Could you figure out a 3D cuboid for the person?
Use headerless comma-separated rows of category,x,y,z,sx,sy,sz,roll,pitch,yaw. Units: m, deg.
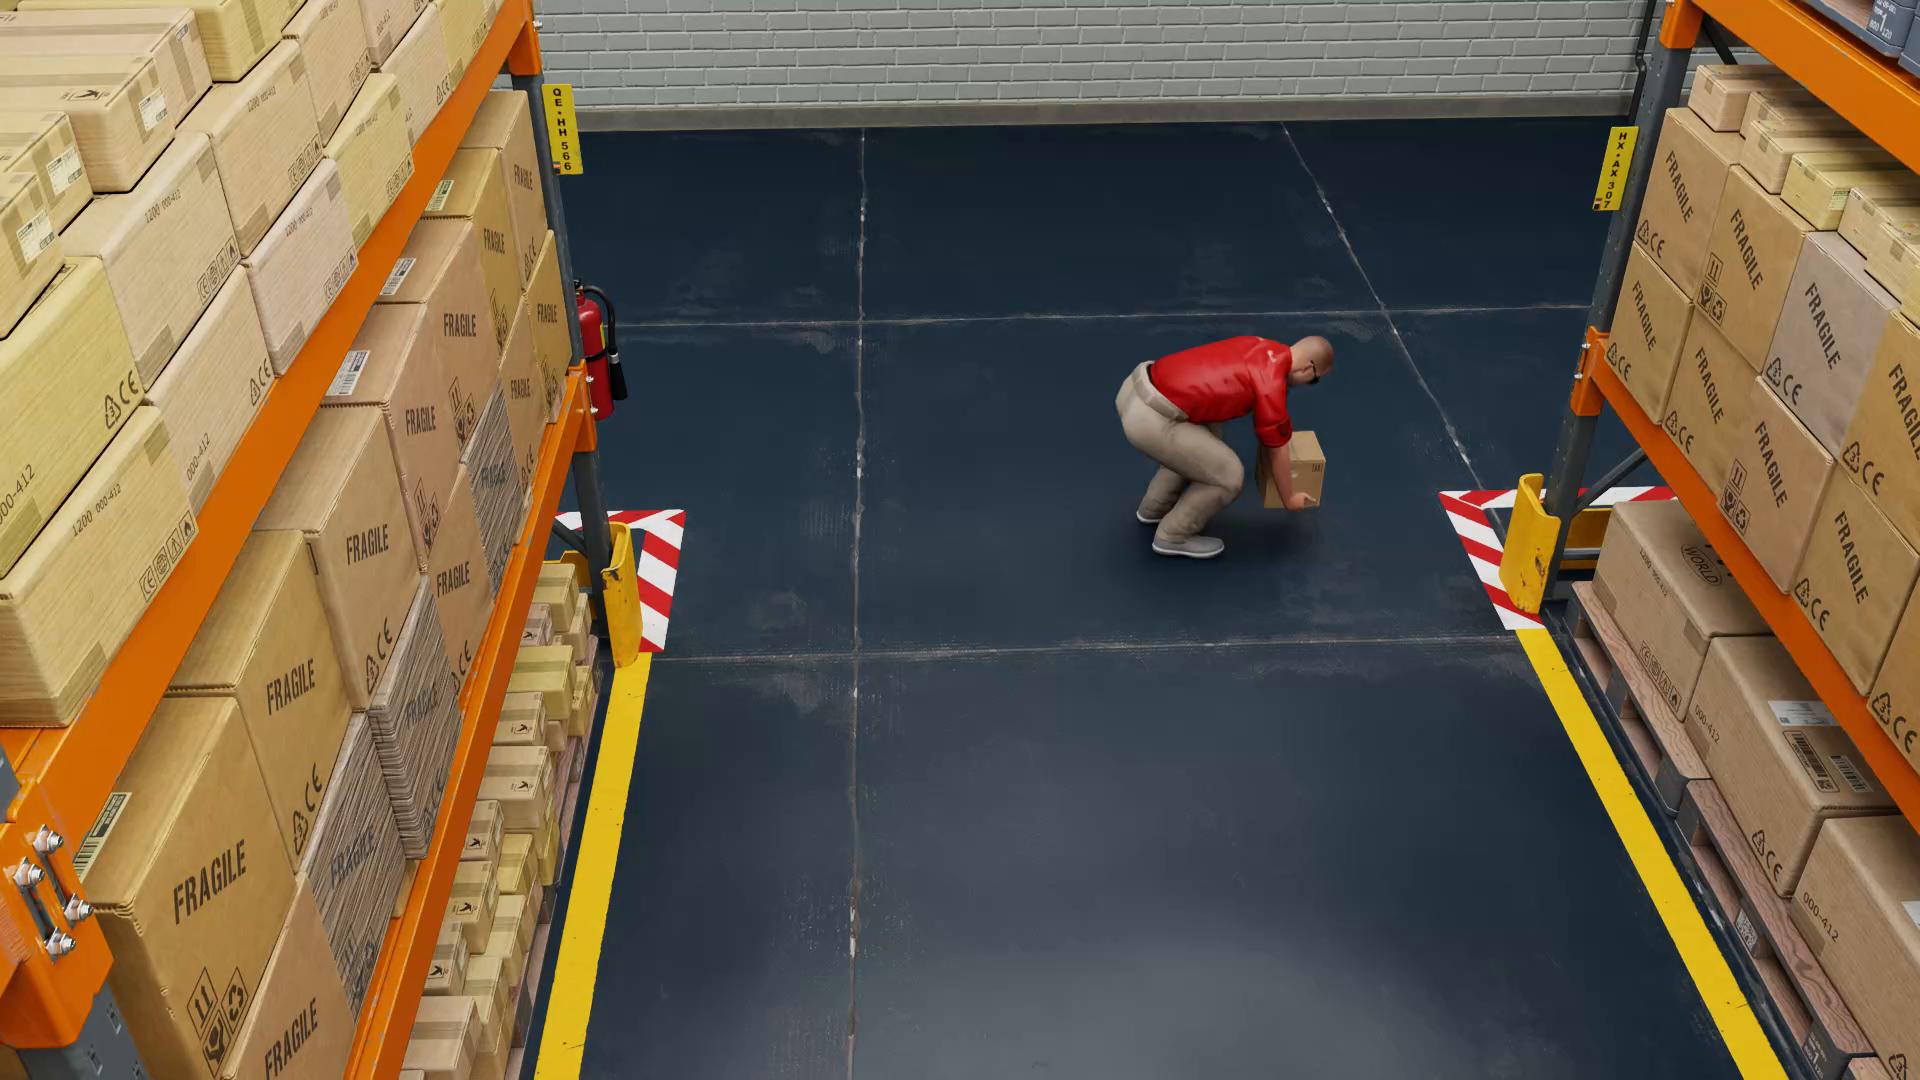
person,1.159,-0.437,7.424,0.940,0.997,0.534,-3,35,-4
